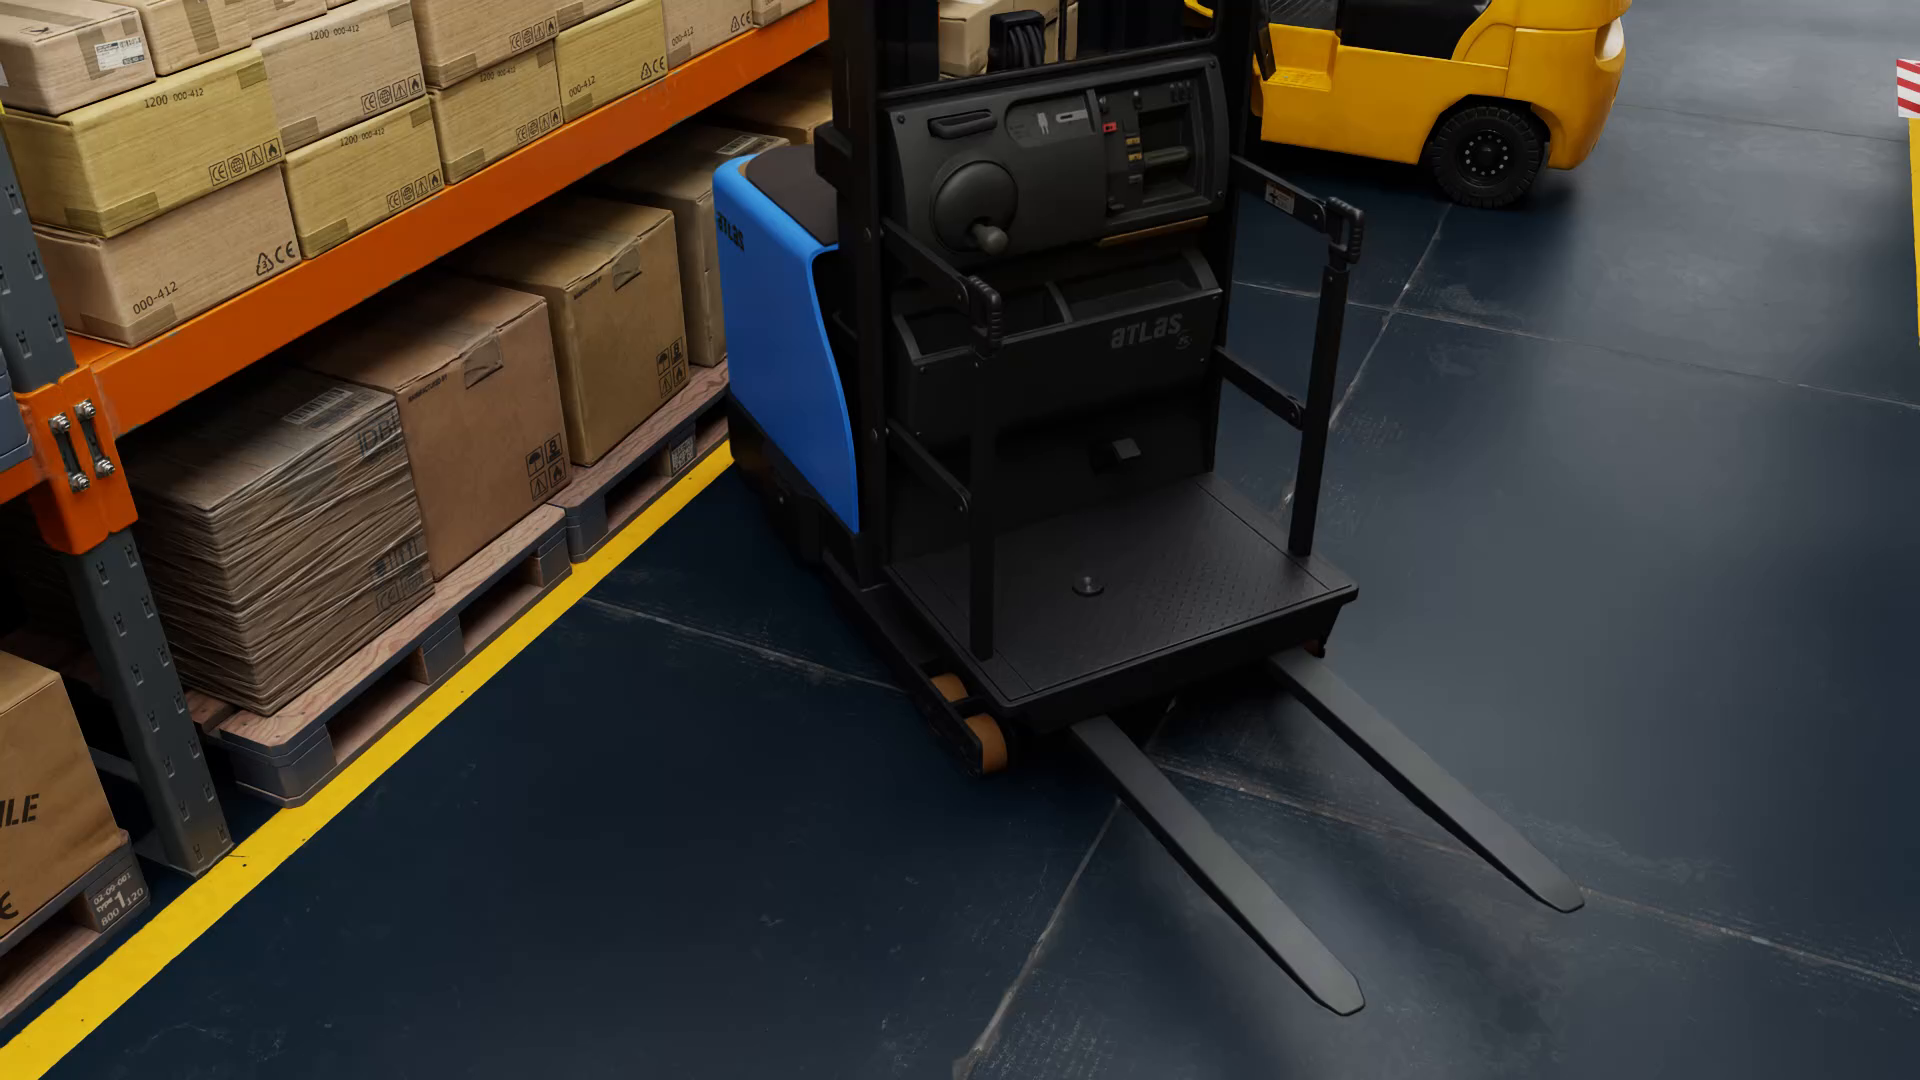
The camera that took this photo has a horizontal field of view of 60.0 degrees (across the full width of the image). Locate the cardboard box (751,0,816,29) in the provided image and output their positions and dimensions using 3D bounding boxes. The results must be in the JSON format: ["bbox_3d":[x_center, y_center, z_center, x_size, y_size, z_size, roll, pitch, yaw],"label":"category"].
[{"bbox_3d":[-0.767,-1.947,5.621,0.500,0.250,0.500,14,36,20],"label":"cardboard box"}]

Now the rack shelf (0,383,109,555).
[{"bbox_3d":[-3.099,0.717,2.078,1.077,0.370,4.000,14,36,20],"label":"rack shelf"}]

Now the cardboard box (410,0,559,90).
[{"bbox_3d":[-1.409,-1.397,4.326,0.500,0.250,0.500,13,36,19],"label":"cardboard box"}]

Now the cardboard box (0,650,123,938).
[{"bbox_3d":[-2.244,0.549,3.573,0.500,0.500,0.500,15,36,22],"label":"cardboard box"}]

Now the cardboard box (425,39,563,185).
[{"bbox_3d":[-1.431,-1.190,4.466,0.500,0.250,0.500,13,35,19],"label":"cardboard box"}]

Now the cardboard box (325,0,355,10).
[{"bbox_3d":[-1.569,-1.385,3.943,0.380,0.149,0.250,15,36,21],"label":"cardboard box"}]

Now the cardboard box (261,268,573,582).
[{"bbox_3d":[-1.723,-0.398,4.903,0.875,0.625,0.625,15,36,22],"label":"cardboard box"}]

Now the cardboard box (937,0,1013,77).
[{"bbox_3d":[-0.101,-2.185,7.060,0.500,0.250,0.500,14,36,20],"label":"cardboard box"}]

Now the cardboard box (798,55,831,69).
[{"bbox_3d":[-0.571,-2.097,7.381,0.500,0.250,0.500,13,36,19],"label":"cardboard box"}]

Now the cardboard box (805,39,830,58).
[{"bbox_3d":[-0.559,-2.306,7.244,0.500,0.250,0.500,15,36,21],"label":"cardboard box"}]

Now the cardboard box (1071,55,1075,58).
[{"bbox_3d":[0.314,-2.279,8.115,0.500,0.250,0.500,15,36,21],"label":"cardboard box"}]

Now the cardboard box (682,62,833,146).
[{"bbox_3d":[-0.797,-1.493,6.573,0.875,0.625,0.625,16,36,23],"label":"cardboard box"}]

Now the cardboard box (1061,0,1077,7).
[{"bbox_3d":[0.319,-2.688,7.827,0.500,0.250,0.500,15,36,22],"label":"cardboard box"}]

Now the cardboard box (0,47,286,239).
[{"bbox_3d":[-1.832,-0.886,3.546,0.500,0.250,0.500,14,36,20],"label":"cardboard box"}]

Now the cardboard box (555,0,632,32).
[{"bbox_3d":[-1.218,-1.657,4.723,0.500,0.250,0.500,15,36,21],"label":"cardboard box"}]

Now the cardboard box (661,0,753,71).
[{"bbox_3d":[-1.003,-1.707,5.254,0.500,0.250,0.500,14,36,21],"label":"cardboard box"}]

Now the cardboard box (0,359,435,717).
[{"bbox_3d":[-1.989,-0.070,4.404,0.875,0.625,0.625,15,36,22],"label":"cardboard box"}]

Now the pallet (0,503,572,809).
[{"bbox_3d":[-1.882,0.185,4.776,1.003,0.211,1.213,14,36,20],"label":"pallet"}]

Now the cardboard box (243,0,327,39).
[{"bbox_3d":[-1.667,-1.252,3.741,0.380,0.149,0.250,15,36,22],"label":"cardboard box"}]

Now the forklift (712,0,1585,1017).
[{"bbox_3d":[0.365,-0.893,3.939,1.130,2.935,3.031,-16,37,-23],"label":"forklift"}]

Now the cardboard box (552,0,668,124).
[{"bbox_3d":[-1.212,-1.448,4.859,0.500,0.250,0.500,15,36,22],"label":"cardboard box"}]

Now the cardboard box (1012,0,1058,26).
[{"bbox_3d":[0.122,-2.438,7.445,0.500,0.250,0.500,14,36,21],"label":"cardboard box"}]

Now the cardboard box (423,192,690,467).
[{"bbox_3d":[-1.441,-0.733,5.415,0.875,0.625,0.625,13,35,19],"label":"cardboard box"}]

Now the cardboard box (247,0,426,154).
[{"bbox_3d":[-1.644,-1.141,3.935,0.500,0.250,0.500,15,36,22],"label":"cardboard box"}]

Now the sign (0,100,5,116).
[{"bbox_3d":[-1.765,-0.912,2.921,0.100,0.325,0.005,14,36,20],"label":"sign"}]

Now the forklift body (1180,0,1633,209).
[{"bbox_3d":[1.948,-2.847,7.630,2.313,2.155,1.214,14,36,20],"label":"forklift body"}]

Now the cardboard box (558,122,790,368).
[{"bbox_3d":[-1.129,-1.108,5.987,0.875,0.625,0.625,14,36,20],"label":"cardboard box"}]

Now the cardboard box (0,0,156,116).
[{"bbox_3d":[-1.861,-0.985,3.333,0.380,0.149,0.250,15,36,22],"label":"cardboard box"}]

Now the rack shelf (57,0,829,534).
[{"bbox_3d":[-1.426,-1.276,5.116,1.077,0.370,4.000,14,36,20],"label":"rack shelf"}]

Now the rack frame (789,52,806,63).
[{"bbox_3d":[-0.589,-2.572,6.438,1.000,3.000,0.127,14,36,20],"label":"rack frame"}]

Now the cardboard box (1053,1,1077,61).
[{"bbox_3d":[0.324,-2.476,7.960,0.500,0.250,0.500,14,36,20],"label":"cardboard box"}]

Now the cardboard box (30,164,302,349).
[{"bbox_3d":[-1.855,-0.682,3.692,0.500,0.250,0.500,14,36,21],"label":"cardboard box"}]

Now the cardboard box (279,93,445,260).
[{"bbox_3d":[-1.640,-0.932,4.072,0.500,0.250,0.500,13,36,19],"label":"cardboard box"}]

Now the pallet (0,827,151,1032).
[{"bbox_3d":[-2.609,0.949,3.610,1.003,0.211,1.213,14,36,20],"label":"pallet"}]

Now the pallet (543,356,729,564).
[{"bbox_3d":[-1.371,-0.421,5.699,1.003,0.211,1.213,14,36,20],"label":"pallet"}]

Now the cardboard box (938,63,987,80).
[{"bbox_3d":[-0.106,-1.977,7.199,0.500,0.250,0.500,14,36,20],"label":"cardboard box"}]

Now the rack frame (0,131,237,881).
[{"bbox_3d":[-2.262,-0.580,3.399,1.000,3.000,0.127,14,36,20],"label":"rack frame"}]

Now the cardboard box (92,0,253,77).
[{"bbox_3d":[-1.751,-1.118,3.536,0.380,0.149,0.250,15,36,22],"label":"cardboard box"}]

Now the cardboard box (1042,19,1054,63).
[{"bbox_3d":[0.103,-2.229,7.582,0.500,0.250,0.500,14,36,20],"label":"cardboard box"}]

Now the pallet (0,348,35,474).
[{"bbox_3d":[-2.482,-0.146,2.913,1.213,0.211,1.003,14,36,20],"label":"pallet"}]
